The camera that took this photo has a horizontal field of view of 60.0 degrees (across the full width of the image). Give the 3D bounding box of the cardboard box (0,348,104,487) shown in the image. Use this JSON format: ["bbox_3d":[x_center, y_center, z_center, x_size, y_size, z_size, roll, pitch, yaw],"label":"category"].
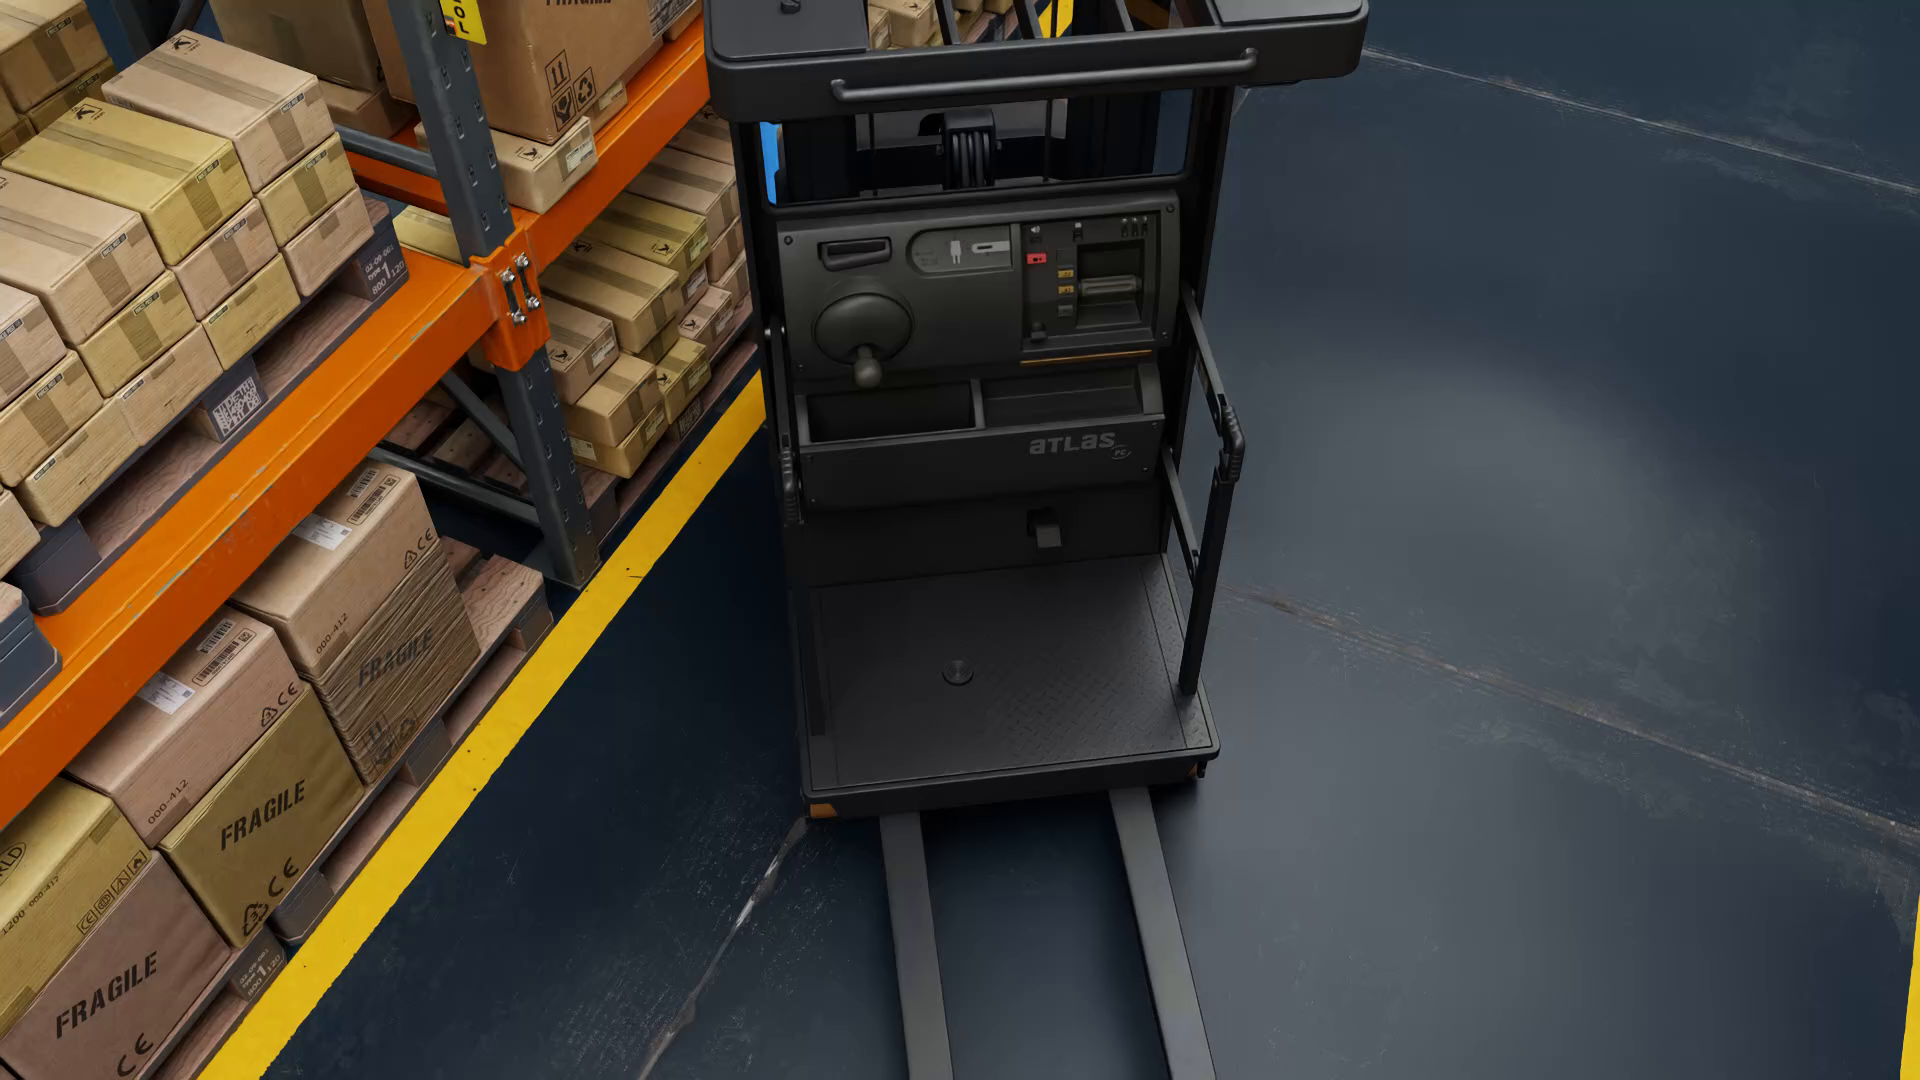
[{"bbox_3d":[-1.916,-0.287,3.219,0.380,0.149,0.250,18,52,15],"label":"cardboard box"}]

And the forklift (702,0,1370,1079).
[{"bbox_3d":[0.081,-0.475,3.730,1.130,2.935,3.031,-6,50,-5],"label":"forklift"}]

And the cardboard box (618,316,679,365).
[{"bbox_3d":[-1.120,-0.673,5.254,0.380,0.149,0.250,20,53,16],"label":"cardboard box"}]

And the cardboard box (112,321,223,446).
[{"bbox_3d":[-1.801,-0.382,3.495,0.380,0.149,0.250,20,52,16],"label":"cardboard box"}]

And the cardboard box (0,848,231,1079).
[{"bbox_3d":[-2.122,0.955,3.834,0.500,0.500,0.500,19,52,15],"label":"cardboard box"}]

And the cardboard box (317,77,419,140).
[{"bbox_3d":[-1.681,-1.207,4.473,0.380,0.149,0.250,19,52,16],"label":"cardboard box"}]

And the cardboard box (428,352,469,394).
[{"bbox_3d":[-1.744,-0.645,5.230,0.380,0.149,0.250,21,53,17],"label":"cardboard box"}]

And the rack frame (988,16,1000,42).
[{"bbox_3d":[0.166,-1.257,5.626,0.200,1.050,0.008,33,55,27],"label":"rack frame"}]

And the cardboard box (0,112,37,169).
[{"bbox_3d":[-2.284,-0.866,3.711,0.380,0.149,0.250,19,52,15],"label":"cardboard box"}]

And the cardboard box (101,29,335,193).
[{"bbox_3d":[-1.586,-0.923,3.565,0.380,0.149,0.250,22,53,18],"label":"cardboard box"}]

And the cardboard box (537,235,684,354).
[{"bbox_3d":[-1.086,-0.761,5.133,0.380,0.149,0.250,22,53,18],"label":"cardboard box"}]

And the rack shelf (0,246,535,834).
[{"bbox_3d":[-2.446,0.595,3.247,1.077,0.370,4.000,20,52,16],"label":"rack shelf"}]

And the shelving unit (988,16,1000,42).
[{"bbox_3d":[0.085,-1.191,5.564,0.215,1.050,0.252,33,55,27],"label":"shelving unit"}]

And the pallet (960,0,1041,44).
[{"bbox_3d":[-0.294,-2.266,7.040,1.003,0.211,1.213,20,52,16],"label":"pallet"}]

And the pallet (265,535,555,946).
[{"bbox_3d":[-1.923,0.425,4.750,1.003,0.211,1.213,20,52,16],"label":"pallet"}]

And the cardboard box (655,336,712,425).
[{"bbox_3d":[-1.031,-0.557,5.351,0.380,0.149,0.250,21,53,17],"label":"cardboard box"}]

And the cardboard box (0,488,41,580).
[{"bbox_3d":[-2.022,-0.016,3.184,0.380,0.149,0.250,18,52,15],"label":"cardboard box"}]

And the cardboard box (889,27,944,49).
[{"bbox_3d":[-0.280,-1.903,6.301,0.380,0.149,0.250,21,53,17],"label":"cardboard box"}]

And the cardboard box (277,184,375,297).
[{"bbox_3d":[-1.582,-0.732,3.793,0.380,0.149,0.250,19,52,15],"label":"cardboard box"}]

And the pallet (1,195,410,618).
[{"bbox_3d":[-2.049,-0.475,3.810,1.003,0.211,1.213,20,52,16],"label":"pallet"}]

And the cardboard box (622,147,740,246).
[{"bbox_3d":[-0.931,-1.138,5.454,0.380,0.149,0.250,19,52,15],"label":"cardboard box"}]

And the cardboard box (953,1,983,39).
[{"bbox_3d":[-0.128,-2.188,6.738,0.380,0.149,0.250,20,52,16],"label":"cardboard box"}]

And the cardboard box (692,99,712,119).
[{"bbox_3d":[-0.707,-1.501,5.763,0.380,0.149,0.250,18,52,15],"label":"cardboard box"}]

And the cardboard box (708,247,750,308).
[{"bbox_3d":[-0.909,-0.936,5.673,0.380,0.149,0.250,19,52,15],"label":"cardboard box"}]

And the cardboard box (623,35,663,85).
[{"bbox_3d":[-1.065,-1.426,4.658,0.380,0.149,0.250,18,52,15],"label":"cardboard box"}]

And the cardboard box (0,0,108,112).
[{"bbox_3d":[-2.175,-1.142,3.750,0.380,0.149,0.250,22,53,18],"label":"cardboard box"}]

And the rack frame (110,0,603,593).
[{"bbox_3d":[-1.591,-1.016,4.145,1.000,3.000,0.127,20,52,16],"label":"rack frame"}]

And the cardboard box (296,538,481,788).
[{"bbox_3d":[-1.680,0.250,4.433,0.500,0.500,0.500,19,52,15],"label":"cardboard box"}]

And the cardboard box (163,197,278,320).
[{"bbox_3d":[-1.694,-0.647,3.525,0.380,0.149,0.250,20,53,16],"label":"cardboard box"}]

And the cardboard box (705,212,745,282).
[{"bbox_3d":[-0.931,-1.038,5.564,0.380,0.149,0.250,17,52,14],"label":"cardboard box"}]

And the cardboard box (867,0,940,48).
[{"bbox_3d":[-0.267,-1.993,6.182,0.380,0.149,0.250,22,53,17],"label":"cardboard box"}]

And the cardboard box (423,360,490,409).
[{"bbox_3d":[-1.732,-0.609,5.395,0.380,0.149,0.250,20,53,17],"label":"cardboard box"}]

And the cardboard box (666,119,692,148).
[{"bbox_3d":[-1.122,-1.526,5.980,0.380,0.149,0.250,18,52,14],"label":"cardboard box"}]

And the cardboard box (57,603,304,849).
[{"bbox_3d":[-1.912,0.360,3.847,0.500,0.250,0.500,22,53,18],"label":"cardboard box"}]

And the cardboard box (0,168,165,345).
[{"bbox_3d":[-1.812,-0.561,3.256,0.380,0.149,0.250,18,52,15],"label":"cardboard box"}]

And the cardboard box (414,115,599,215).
[{"bbox_3d":[-1.174,-1.023,4.316,0.380,0.149,0.250,22,53,17],"label":"cardboard box"}]

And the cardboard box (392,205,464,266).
[{"bbox_3d":[-1.601,-0.939,5.285,0.380,0.149,0.250,20,53,17],"label":"cardboard box"}]

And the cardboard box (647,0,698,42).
[{"bbox_3d":[-0.947,-1.747,4.506,0.500,0.500,0.500,20,52,16],"label":"cardboard box"}]
